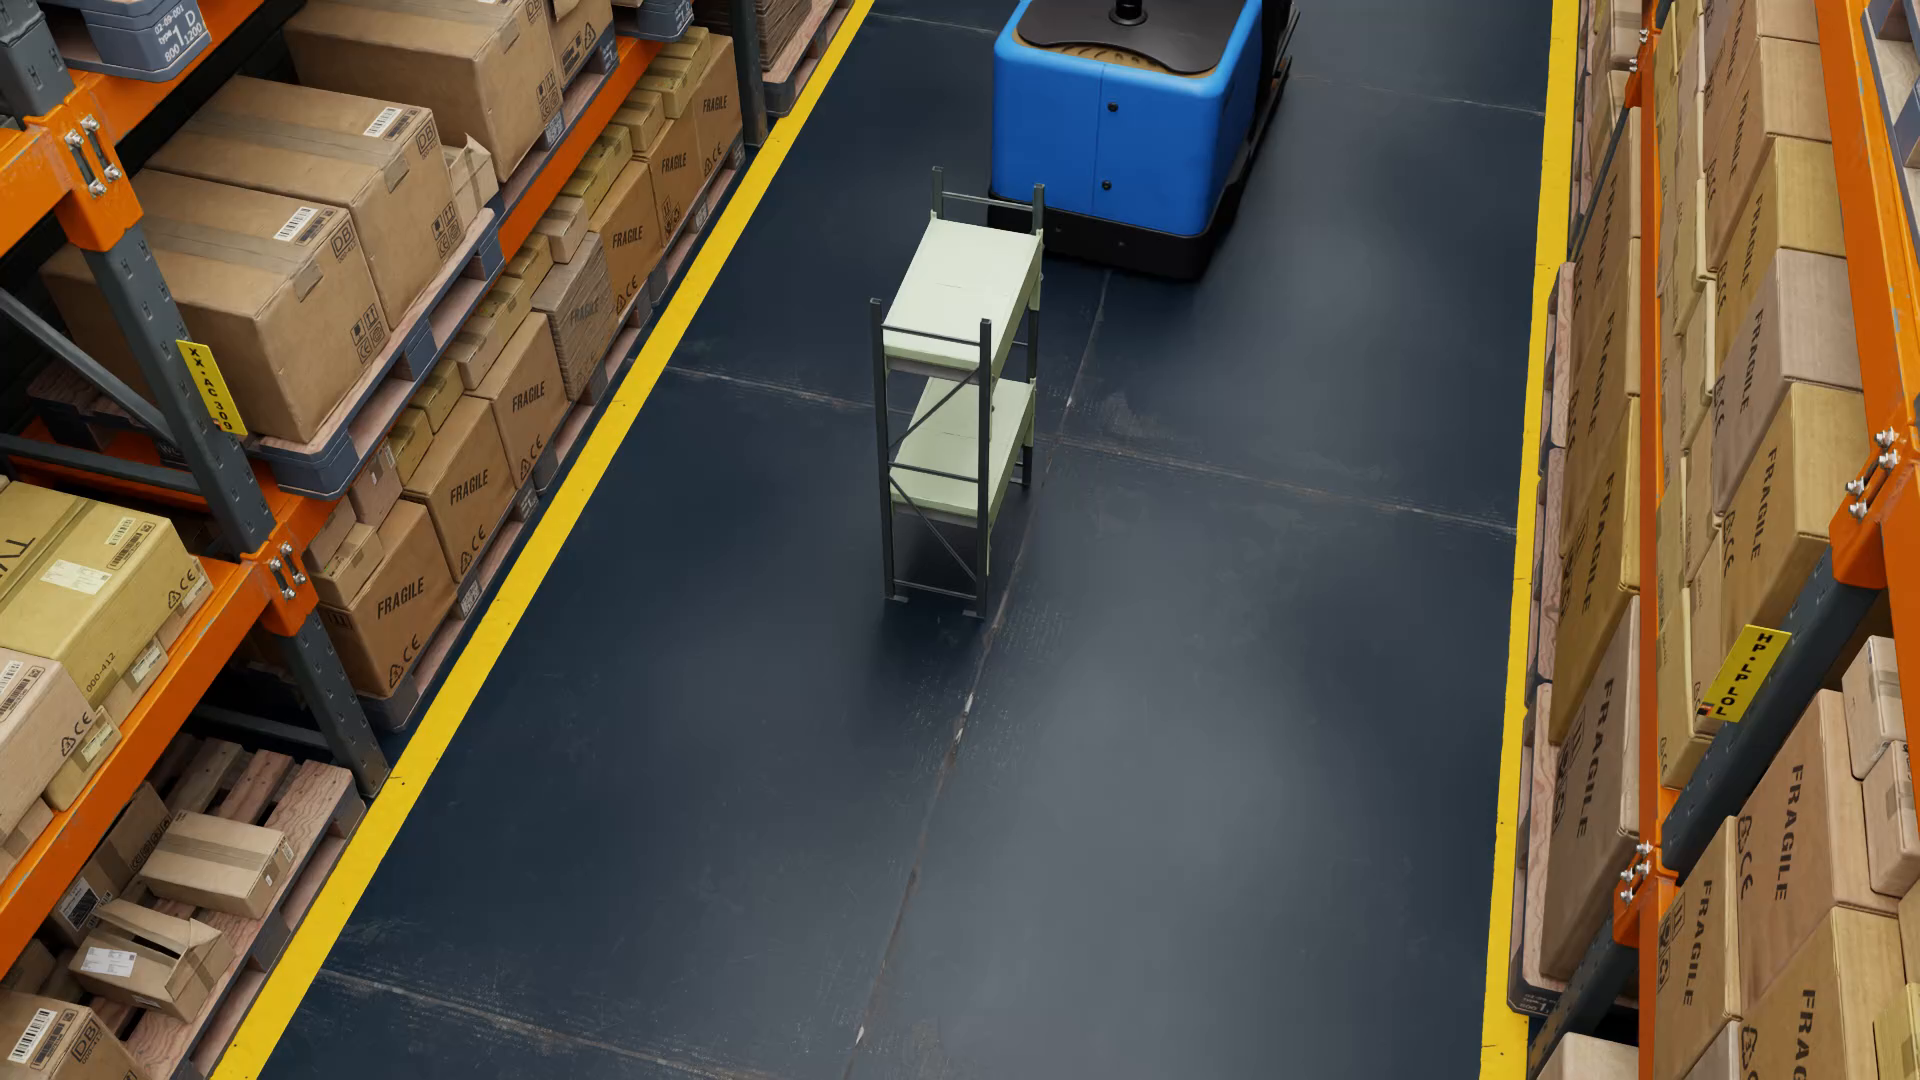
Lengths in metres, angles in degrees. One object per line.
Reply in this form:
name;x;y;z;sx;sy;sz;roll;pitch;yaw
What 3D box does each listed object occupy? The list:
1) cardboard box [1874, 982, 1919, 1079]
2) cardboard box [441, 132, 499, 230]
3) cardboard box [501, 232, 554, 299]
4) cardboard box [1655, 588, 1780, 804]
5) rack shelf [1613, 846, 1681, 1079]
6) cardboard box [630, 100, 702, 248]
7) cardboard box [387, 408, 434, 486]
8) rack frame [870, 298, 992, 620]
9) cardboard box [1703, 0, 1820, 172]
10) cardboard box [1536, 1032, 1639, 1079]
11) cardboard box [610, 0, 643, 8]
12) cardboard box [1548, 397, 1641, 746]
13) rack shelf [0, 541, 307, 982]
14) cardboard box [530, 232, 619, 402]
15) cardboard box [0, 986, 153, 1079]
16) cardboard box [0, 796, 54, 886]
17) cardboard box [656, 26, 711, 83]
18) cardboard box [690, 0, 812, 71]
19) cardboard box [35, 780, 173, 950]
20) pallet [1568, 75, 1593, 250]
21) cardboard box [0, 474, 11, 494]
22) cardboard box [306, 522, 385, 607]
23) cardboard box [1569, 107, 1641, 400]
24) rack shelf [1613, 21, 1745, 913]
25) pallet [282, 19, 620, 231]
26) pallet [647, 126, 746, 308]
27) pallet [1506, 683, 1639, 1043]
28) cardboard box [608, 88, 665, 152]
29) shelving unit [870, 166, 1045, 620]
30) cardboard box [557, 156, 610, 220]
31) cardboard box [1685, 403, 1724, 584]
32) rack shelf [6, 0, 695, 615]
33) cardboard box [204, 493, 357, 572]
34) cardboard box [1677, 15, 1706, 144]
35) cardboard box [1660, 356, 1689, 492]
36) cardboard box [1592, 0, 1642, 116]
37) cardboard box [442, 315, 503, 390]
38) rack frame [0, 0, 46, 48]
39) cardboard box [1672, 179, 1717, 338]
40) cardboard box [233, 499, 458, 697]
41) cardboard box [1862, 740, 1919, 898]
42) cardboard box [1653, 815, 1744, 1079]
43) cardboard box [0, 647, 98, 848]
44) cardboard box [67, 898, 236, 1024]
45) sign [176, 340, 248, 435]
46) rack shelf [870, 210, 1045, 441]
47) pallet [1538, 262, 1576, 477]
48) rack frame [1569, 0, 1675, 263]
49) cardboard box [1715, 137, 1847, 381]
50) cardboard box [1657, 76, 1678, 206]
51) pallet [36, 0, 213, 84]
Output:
cardboard box;1.725;0.905;2.703;0.380;0.149;0.250;11;50;10
cardboard box;-1.792;-1.244;5.575;0.396;0.266;0.258;14;50;12
cardboard box;-1.850;-1.111;6.604;0.380;0.149;0.250;12;50;10
cardboard box;2.137;0.432;4.387;0.500;0.250;0.500;10;49;9
rack shelf;1.736;2.441;2.993;1.077;0.370;4.000;12;50;10
cardboard box;-1.521;-1.717;7.571;0.500;0.500;0.500;11;49;9
cardboard box;-2.122;-0.357;5.938;0.380;0.149;0.250;9;49;8
rack frame;-0.095;-0.236;5.877;0.400;1.500;0.023;12;50;10
cardboard box;2.677;-1.460;5.223;0.500;0.500;0.500;13;50;11
cardboard box;1.993;1.899;4.421;0.875;0.438;0.875;11;49;9
cardboard box;-1.440;-2.376;6.585;0.500;0.250;0.500;9;49;8
cardboard box;2.578;0.202;5.627;0.875;0.875;0.875;13;50;11
rack shelf;-3.054;1.465;3.855;1.077;0.370;4.000;12;50;10
cardboard box;-1.774;-0.959;6.901;0.500;0.500;0.500;10;49;9
cardboard box;-2.792;1.576;4.664;0.700;0.500;0.500;10;49;9
cardboard box;-2.556;0.713;4.206;0.380;0.149;0.250;13;50;11
cardboard box;-1.360;-2.233;7.593;0.380;0.149;0.250;9;49;8
cardboard box;-1.297;-2.915;8.545;0.875;0.625;0.625;13;50;11
cardboard box;-2.930;0.962;5.332;0.500;0.311;0.500;13;50;11
pallet;3.522;-1.779;8.098;1.003;0.211;1.213;12;50;10
cardboard box;-2.918;0.036;4.538;0.500;0.250;0.500;11;50;10
cardboard box;-2.177;0.047;5.582;0.380;0.149;0.250;14;50;12
cardboard box;3.053;-1.089;6.767;0.875;0.875;0.875;11;50;10
rack shelf;2.788;-0.452;5.547;1.077;0.370;4.000;12;50;10
pallet;-1.982;-1.642;6.246;1.003;0.211;1.213;12;50;10
pallet;-1.708;-1.658;7.991;1.003;0.211;1.213;12;50;10
pallet;2.392;1.106;5.551;1.003;0.211;1.213;12;50;10
cardboard box;-1.514;-1.847;7.253;0.380;0.149;0.250;10;49;9
shelving unit;0.002;-0.501;6.111;0.431;1.500;0.755;12;50;10
cardboard box;-1.693;-1.485;6.933;0.380;0.149;0.250;11;49;9
cardboard box;2.268;-0.089;4.513;0.500;0.250;0.500;13;50;11
rack shelf;-2.001;-1.429;6.409;1.077;0.370;4.000;12;50;10
cardboard box;-2.235;-0.064;5.481;0.380;0.149;0.250;11;49;9
cardboard box;2.806;-1.561;5.812;0.500;0.250;0.500;13;50;11
cardboard box;2.423;-0.297;5.031;0.500;0.250;0.500;10;49;9
cardboard box;3.660;-2.348;8.213;0.950;0.372;0.625;11;49;9
cardboard box;-1.961;-0.731;6.268;0.380;0.149;0.250;11;50;10
rack frame;-2.528;-2.205;2.613;1.000;3.000;0.127;12;50;10
cardboard box;2.517;-0.839;5.175;0.500;0.250;0.500;12;50;11
cardboard box;-2.183;0.163;5.912;0.500;0.500;0.500;14;50;12
cardboard box;1.877;0.544;3.022;0.380;0.149;0.250;12;50;11
cardboard box;1.886;1.011;3.709;0.500;0.500;0.500;13;50;11
cardboard box;-2.544;0.513;4.117;0.500;0.250;0.500;12;50;10
cardboard box;-2.485;1.265;5.095;0.396;0.266;0.258;13;50;11
sign;-2.002;-0.405;4.448;0.100;0.325;0.005;12;50;10
rack shelf;0.002;-0.759;5.818;0.431;0.370;0.720;12;50;10
pallet;3.035;-0.658;7.109;1.003;0.211;1.213;12;50;10
rack frame;3.315;-2.137;6.554;1.000;3.000;0.127;12;50;10
cardboard box;2.419;-0.718;4.569;0.500;0.500;0.500;13;50;11
cardboard box;2.825;-1.408;6.011;0.500;0.250;0.500;10;49;9
pallet;-2.288;-1.608;4.212;1.213;0.211;1.003;12;50;10
